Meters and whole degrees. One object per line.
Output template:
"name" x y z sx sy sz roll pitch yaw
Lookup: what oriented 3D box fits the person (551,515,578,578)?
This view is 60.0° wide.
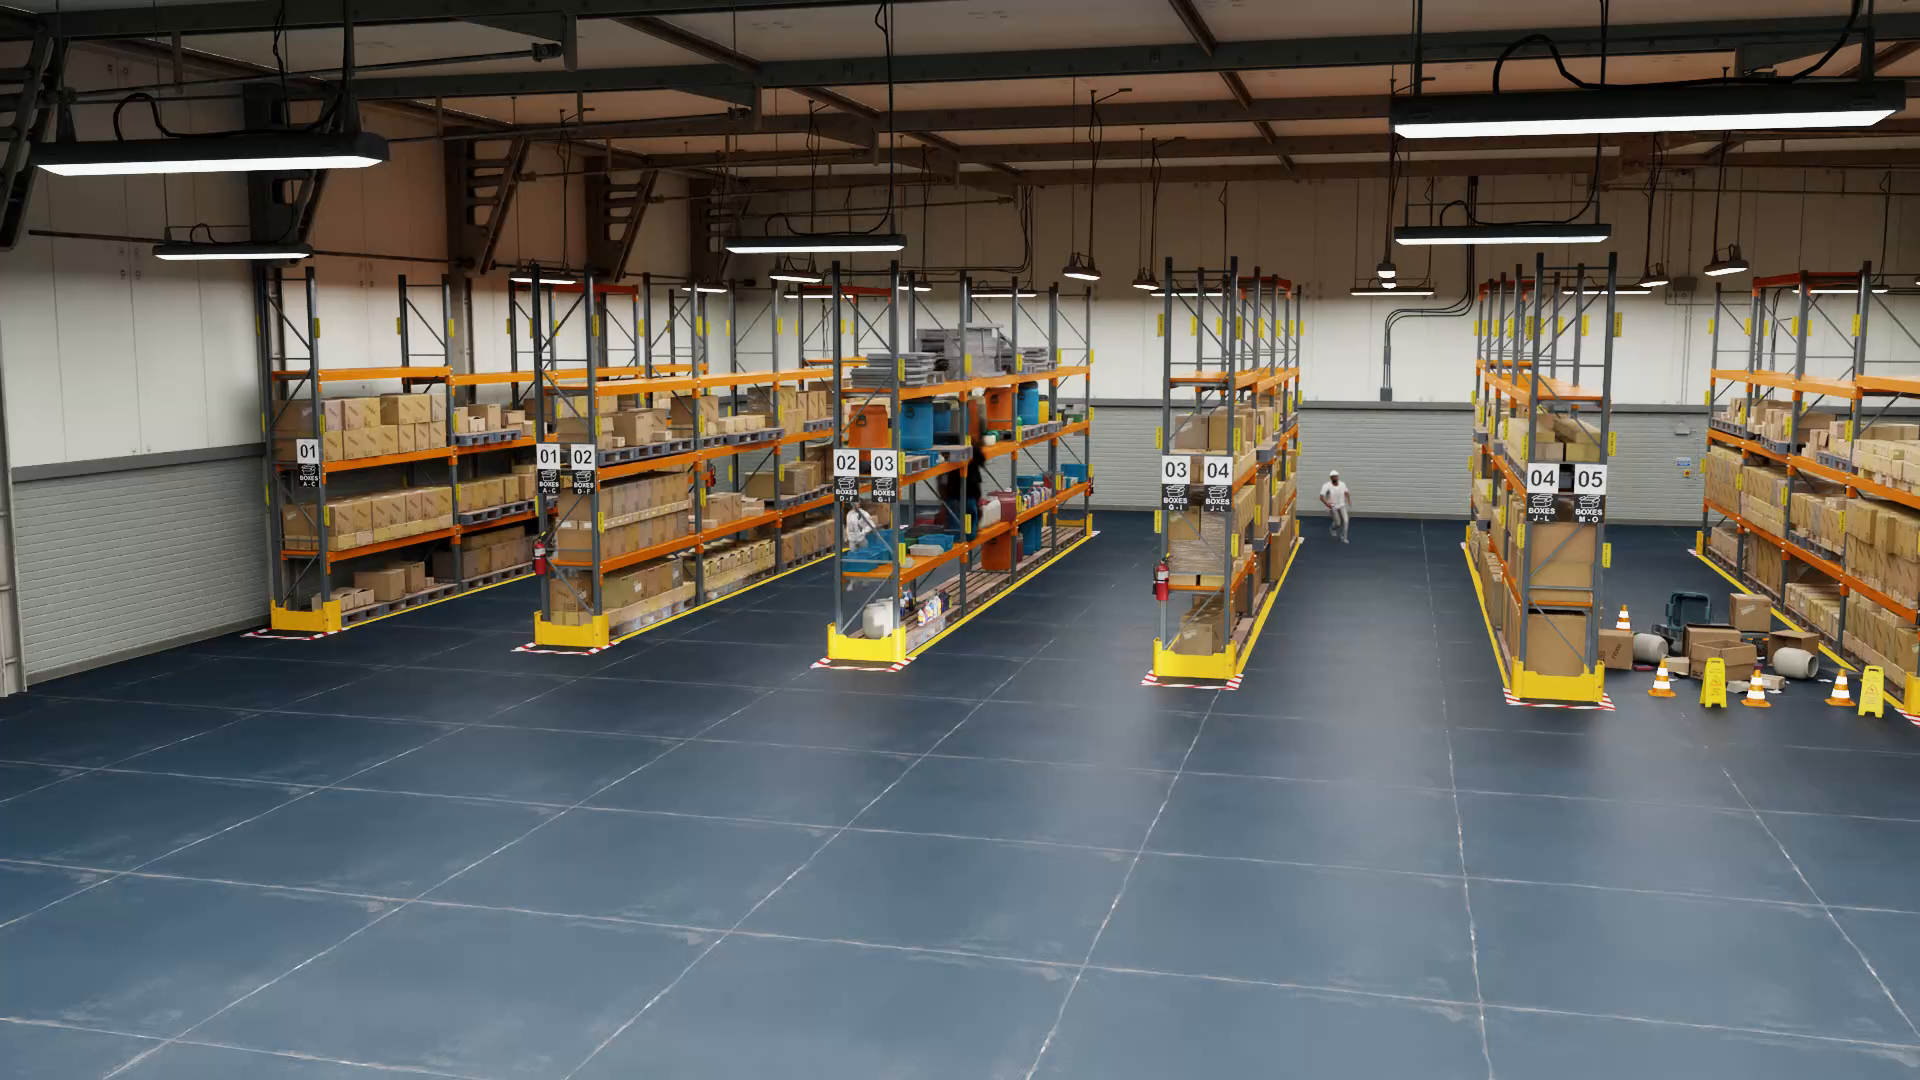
"person" -7.384 0.175 31.100 0.631 1.844 0.735 1 7 7

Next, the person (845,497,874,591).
"person" -1.830 0.040 30.128 0.608 1.721 0.769 3 8 23

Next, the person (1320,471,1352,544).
"person" 8.815 -0.778 39.021 0.740 1.717 0.669 -2 7 -13
